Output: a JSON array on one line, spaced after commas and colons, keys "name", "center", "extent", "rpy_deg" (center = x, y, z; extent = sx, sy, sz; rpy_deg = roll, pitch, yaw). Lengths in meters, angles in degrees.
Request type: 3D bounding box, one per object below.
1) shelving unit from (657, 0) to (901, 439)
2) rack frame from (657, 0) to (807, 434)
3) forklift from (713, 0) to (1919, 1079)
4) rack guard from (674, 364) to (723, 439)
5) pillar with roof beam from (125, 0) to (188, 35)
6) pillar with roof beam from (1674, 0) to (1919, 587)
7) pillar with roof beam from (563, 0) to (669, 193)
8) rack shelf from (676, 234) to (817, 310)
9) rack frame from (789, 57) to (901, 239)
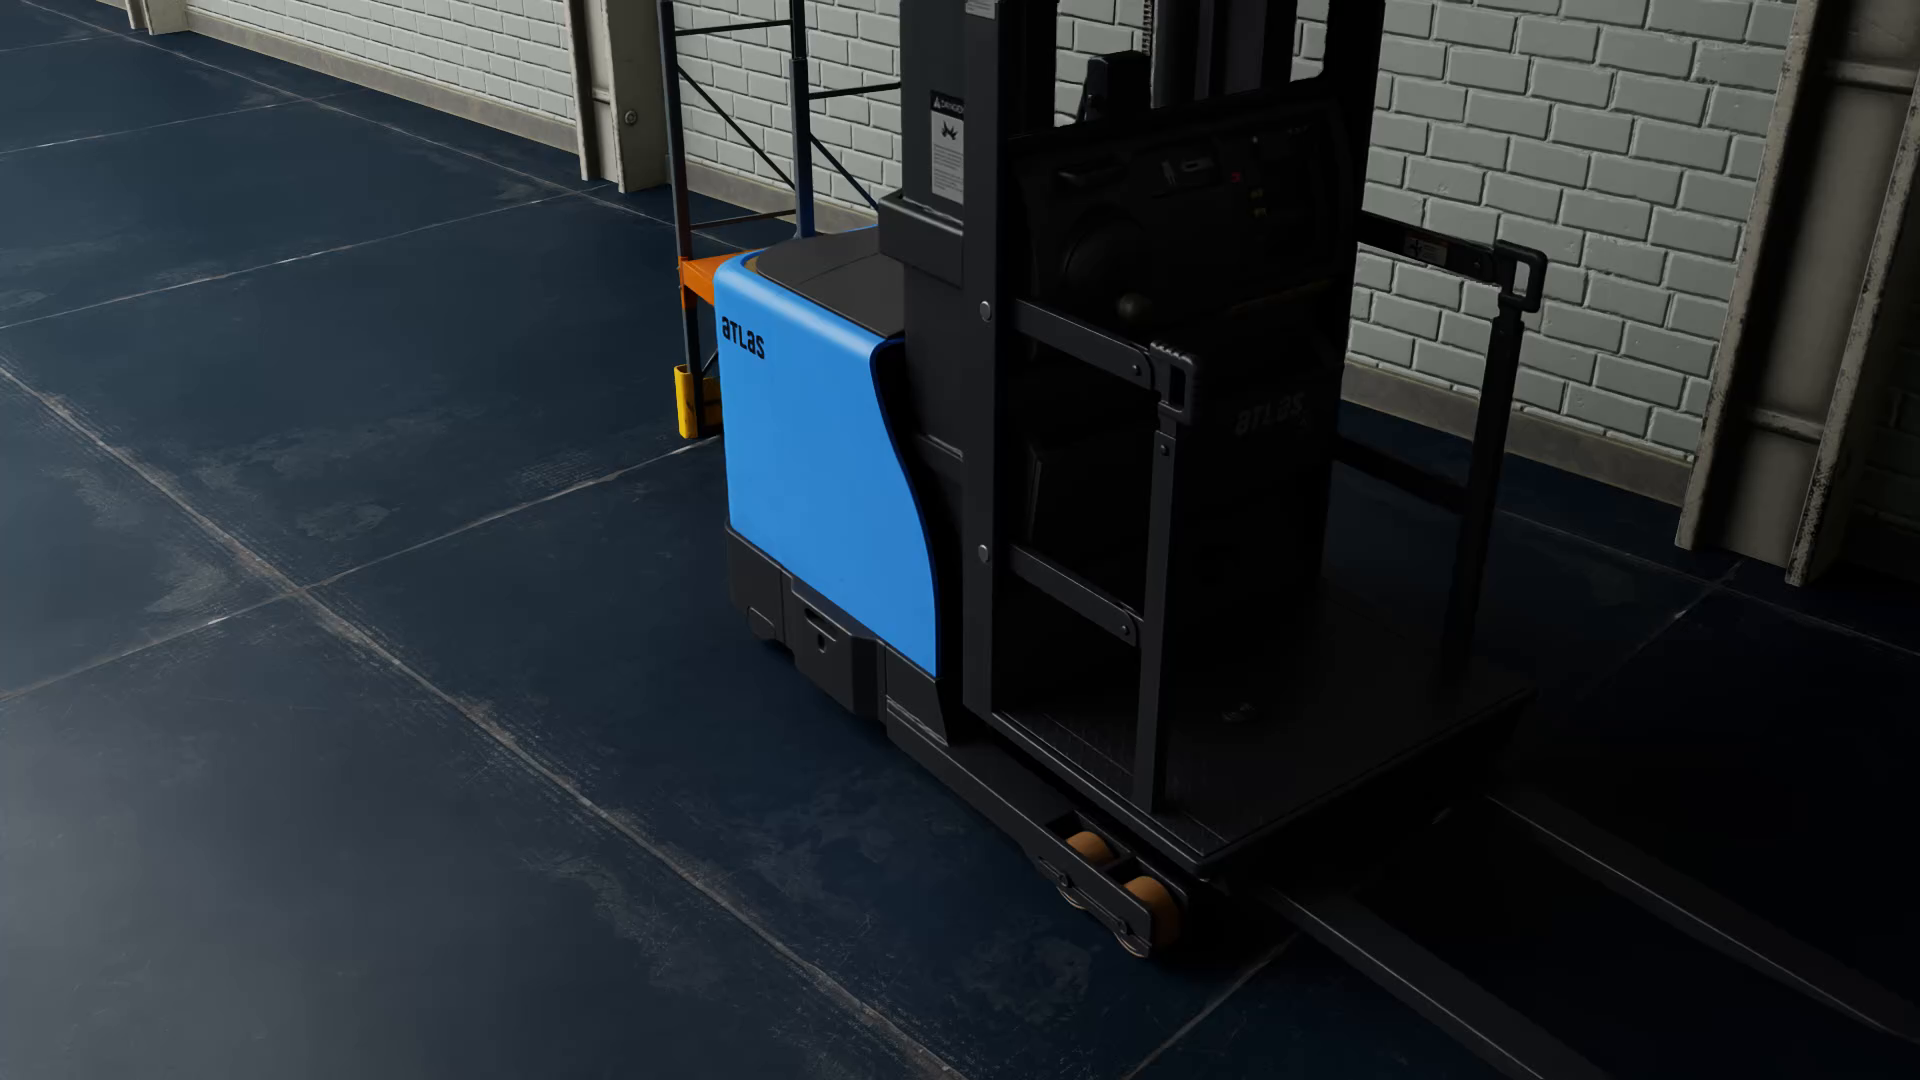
[{"name": "shelving unit", "center": [-0.495, -0.902, 5.354], "extent": [0.587, 1.500, 1.083], "rpy_deg": [-15, 31, -26]}, {"name": "rack frame", "center": [-0.740, -1.105, 5.739], "extent": [0.500, 1.500, 0.032], "rpy_deg": [-15, 31, -26]}, {"name": "forklift", "center": [0.624, -0.668, 3.371], "extent": [1.130, 2.935, 3.031], "rpy_deg": [-19, 33, -32]}, {"name": "rack guard", "center": [-0.740, -0.551, 6.029], "extent": [0.587, 0.250, 0.087], "rpy_deg": [-15, 31, -26]}, {"name": "pillar with roof beam", "center": [-9.085, -6.441, 7.831], "extent": [0.400, 9.000, 9.100], "rpy_deg": [25, 36, 38]}, {"name": "pillar with roof beam", "center": [-0.528, -2.526, 0.385], "extent": [0.400, 9.000, 9.100], "rpy_deg": [25, 36, 38]}, {"name": "pillar with roof beam", "center": [-4.806, -4.484, 4.108], "extent": [0.400, 9.000, 9.100], "rpy_deg": [25, 36, 38]}, {"name": "rack shelf", "center": [-0.490, -0.739, 5.431], "extent": [0.538, 0.185, 1.000], "rpy_deg": [-15, 31, -26]}, {"name": "rack frame", "center": [-0.240, -0.693, 4.956], "extent": [0.500, 1.500, 0.032], "rpy_deg": [-15, 31, -26]}]
